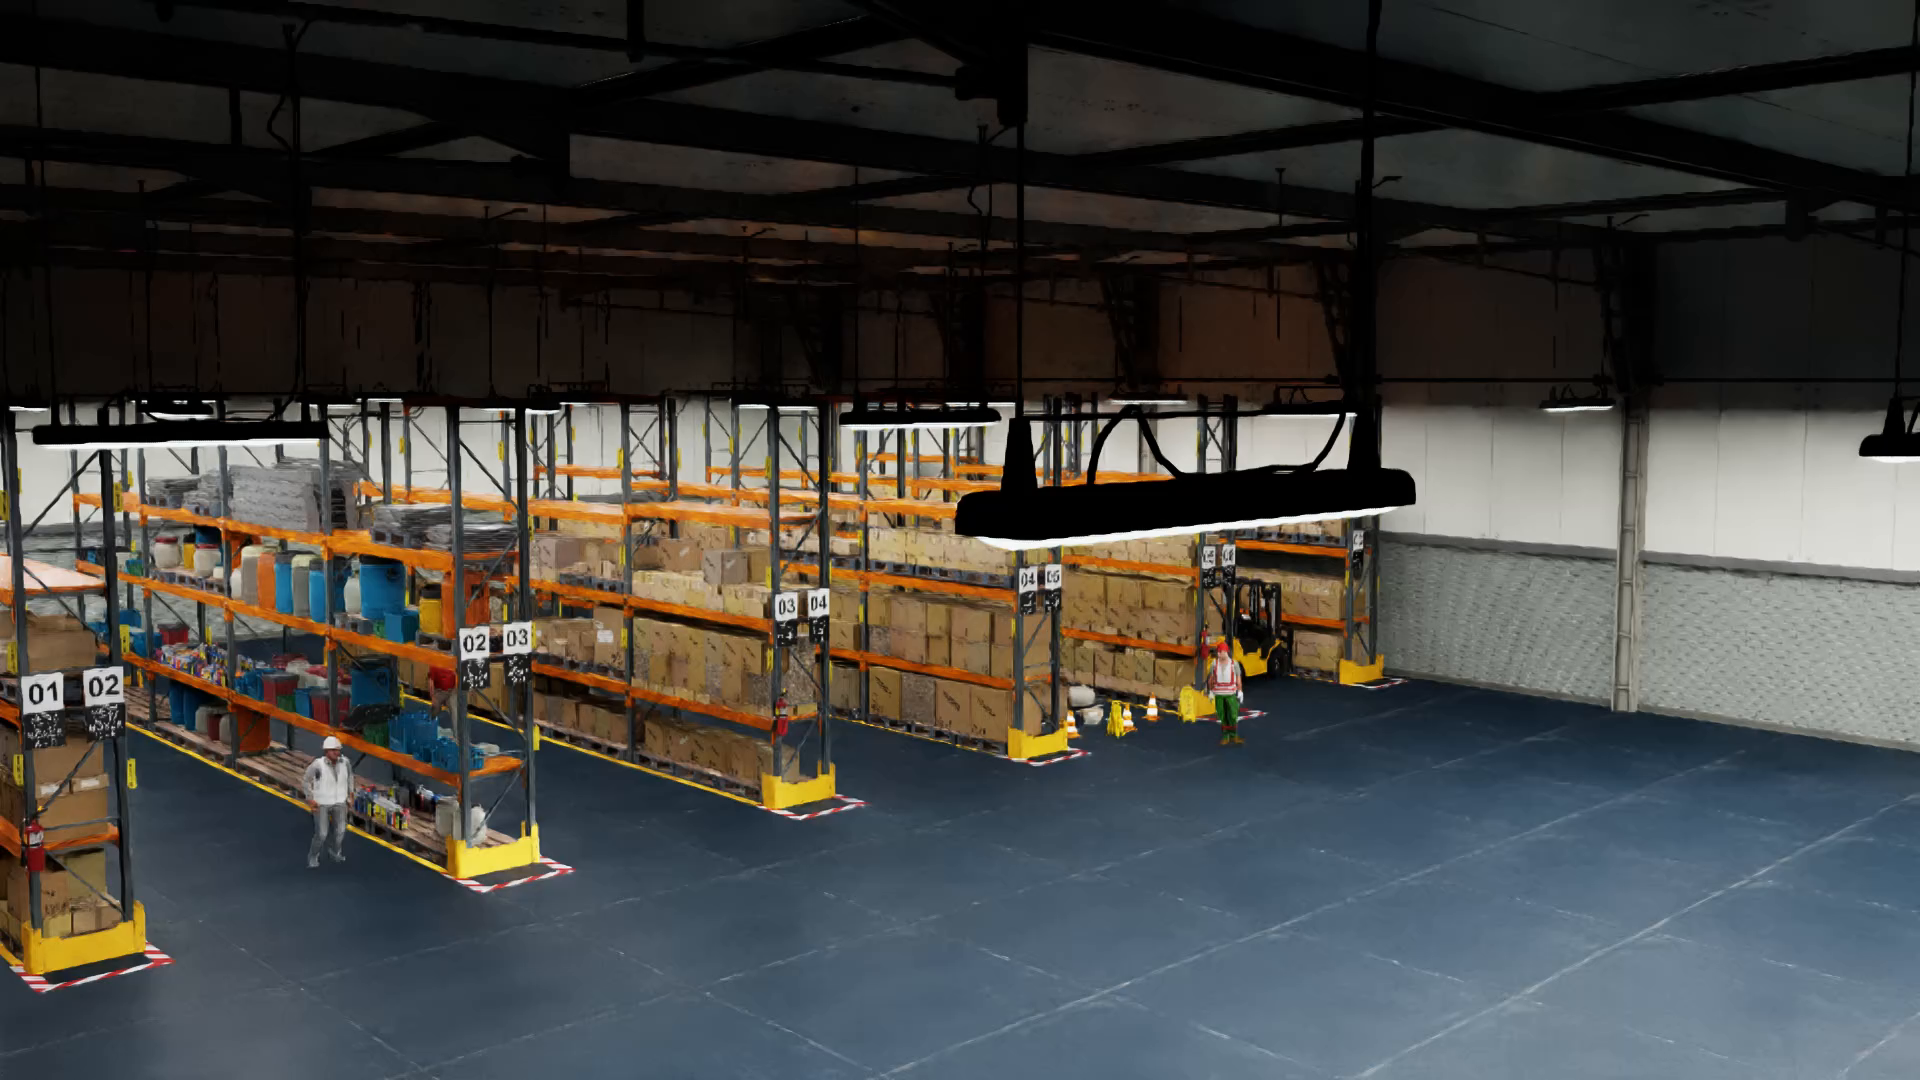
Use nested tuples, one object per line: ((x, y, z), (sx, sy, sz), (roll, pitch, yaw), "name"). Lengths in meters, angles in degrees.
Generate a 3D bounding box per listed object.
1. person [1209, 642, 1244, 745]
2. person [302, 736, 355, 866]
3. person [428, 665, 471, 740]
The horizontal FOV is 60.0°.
((4.616, 2.651, 28.785), (0.624, 1.783, 0.388), (2, 6, 16), "person")
((-8.209, 3.387, 21.661), (0.677, 1.726, 0.574), (-5, 8, -45), "person")
((-9.020, 2.680, 29.083), (0.544, 1.642, 1.111), (-5, 7, -40), "person")
